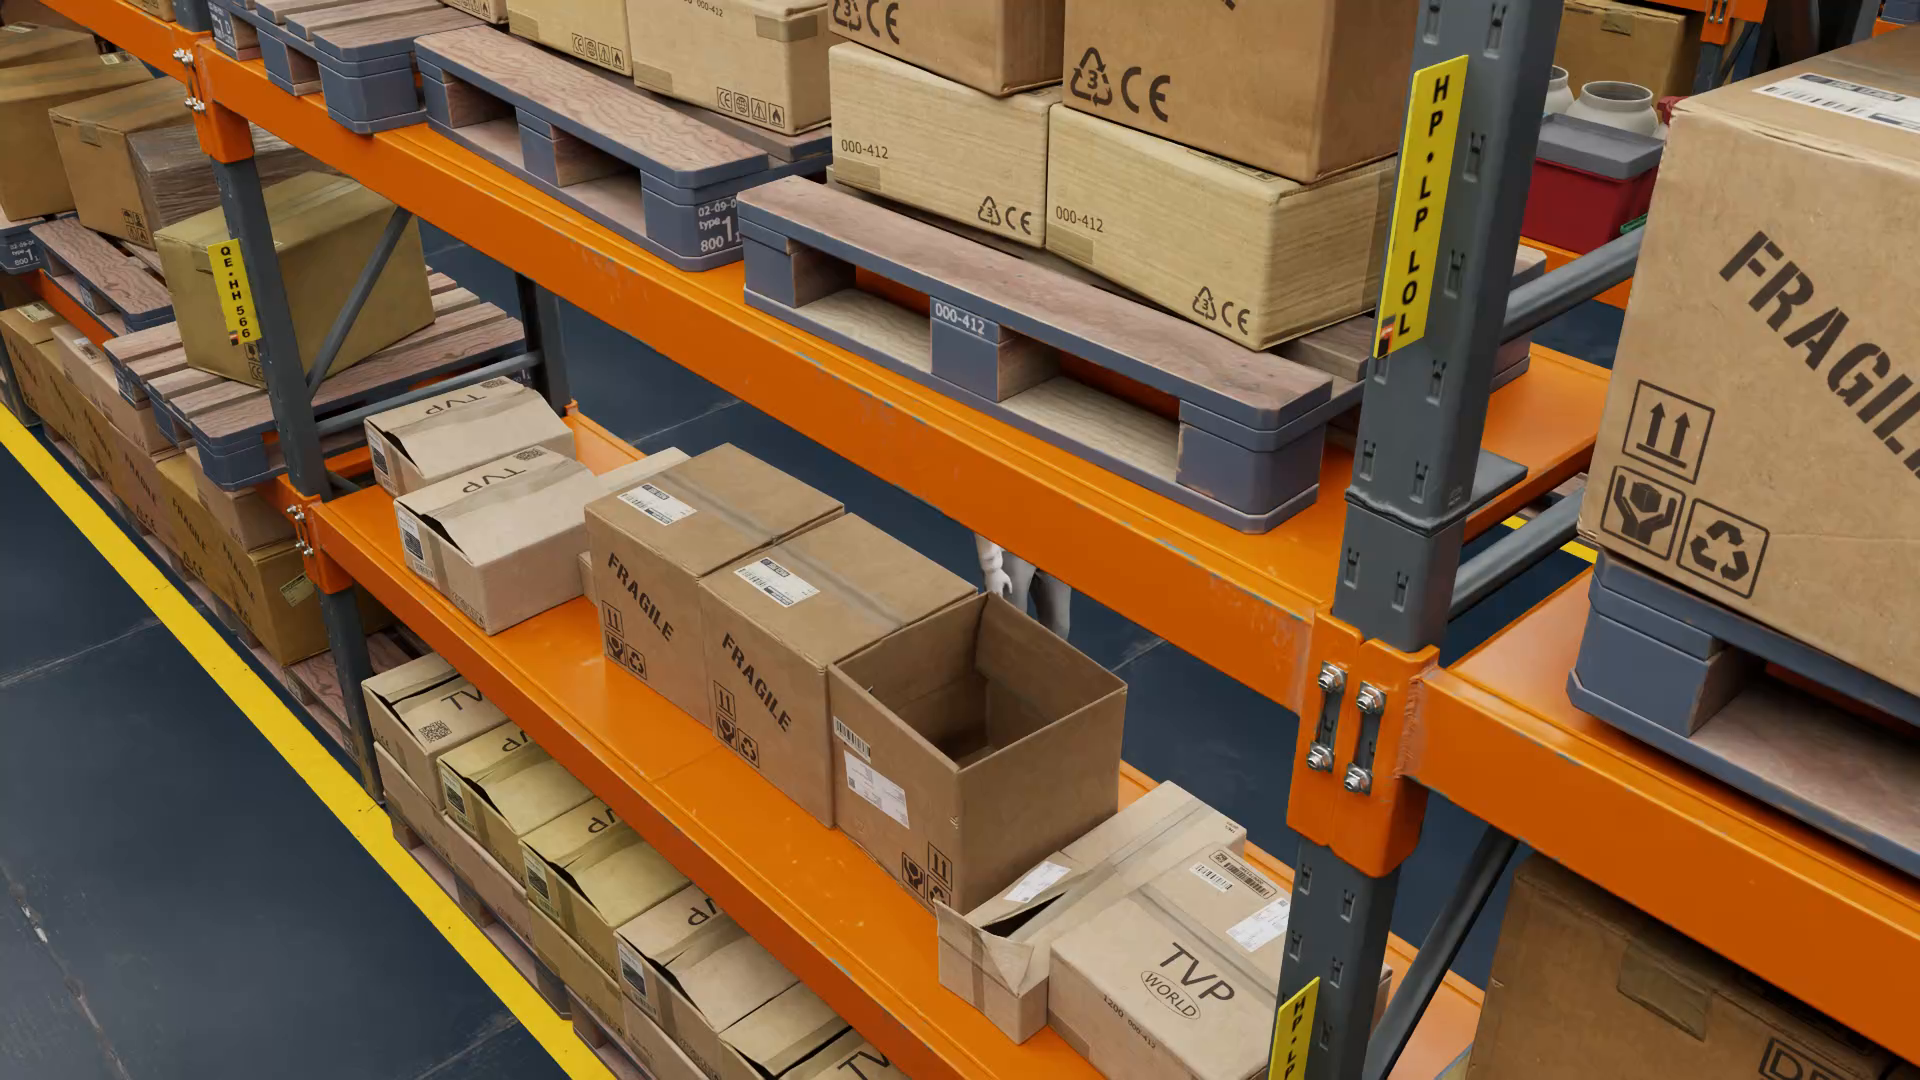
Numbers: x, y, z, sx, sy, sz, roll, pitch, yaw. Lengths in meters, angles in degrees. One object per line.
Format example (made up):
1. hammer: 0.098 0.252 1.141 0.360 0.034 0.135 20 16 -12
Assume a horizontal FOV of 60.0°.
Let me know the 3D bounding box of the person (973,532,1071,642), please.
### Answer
1. person: 0.270 0.031 6.083 0.415 1.662 0.540 27 41 36
